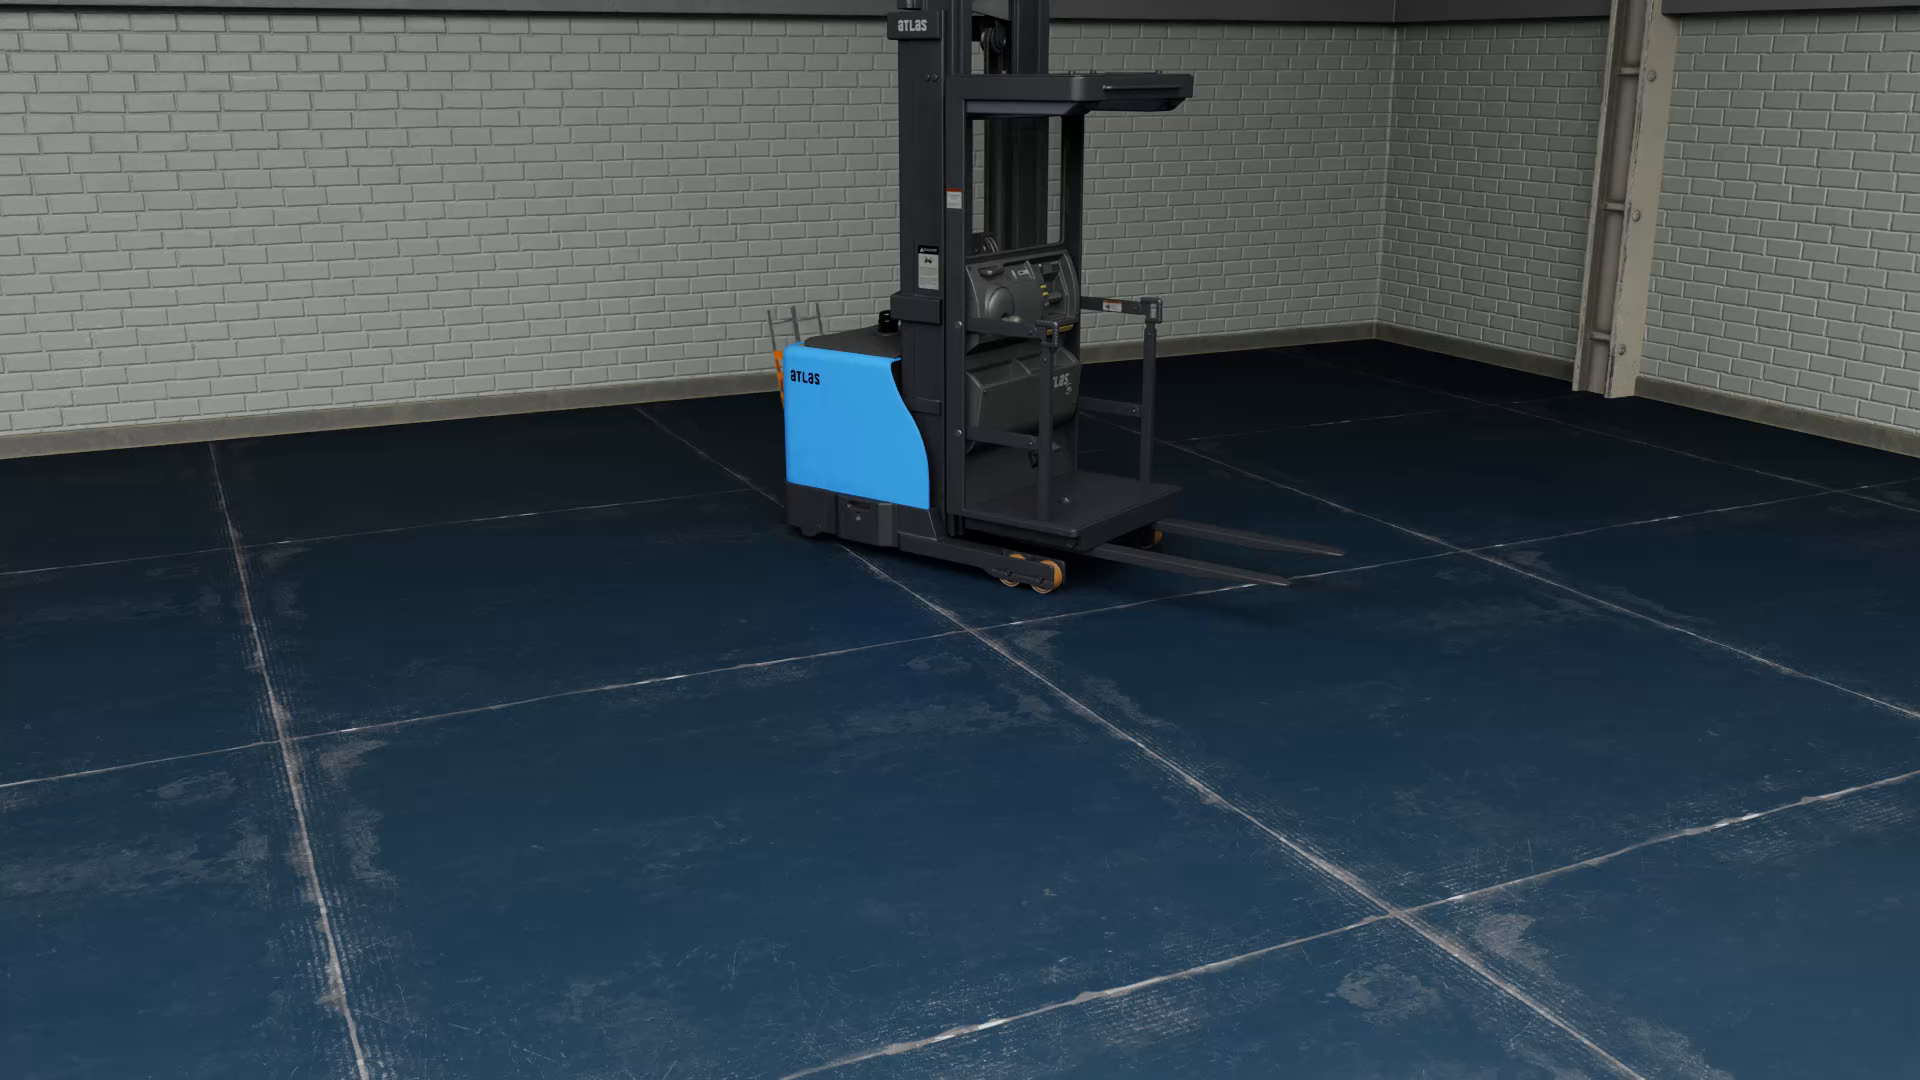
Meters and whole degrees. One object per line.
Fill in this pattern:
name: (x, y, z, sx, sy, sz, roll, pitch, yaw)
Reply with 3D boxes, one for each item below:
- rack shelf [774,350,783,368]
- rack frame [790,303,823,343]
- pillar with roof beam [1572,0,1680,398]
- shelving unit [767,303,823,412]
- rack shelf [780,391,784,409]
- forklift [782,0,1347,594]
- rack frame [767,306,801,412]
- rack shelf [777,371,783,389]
rack shelf: (-0.927, -1.073, 9.662, 0.180, 0.103, 0.258, -1, 12, 37)
rack frame: (-0.808, -0.767, 9.661, 0.006, 1.200, 0.240, -1, 12, 37)
pillar with roof beam: (1.315, -4.994, 10.339, 9.100, 9.000, 0.400, -8, 18, -25)
shelving unit: (-0.882, -0.766, 9.716, 0.189, 1.200, 0.258, -1, 12, 37)
rack shelf: (-0.892, -0.839, 9.703, 0.180, 0.103, 0.258, -1, 12, 37)
forklift: (0.500, -1.307, 8.490, 3.031, 2.935, 1.130, 12, 20, 35)
rack frame: (-0.955, -0.765, 9.771, 0.006, 1.200, 0.240, -1, 12, 37)
rack shelf: (-0.910, -0.956, 9.682, 0.180, 0.103, 0.258, -1, 12, 37)
